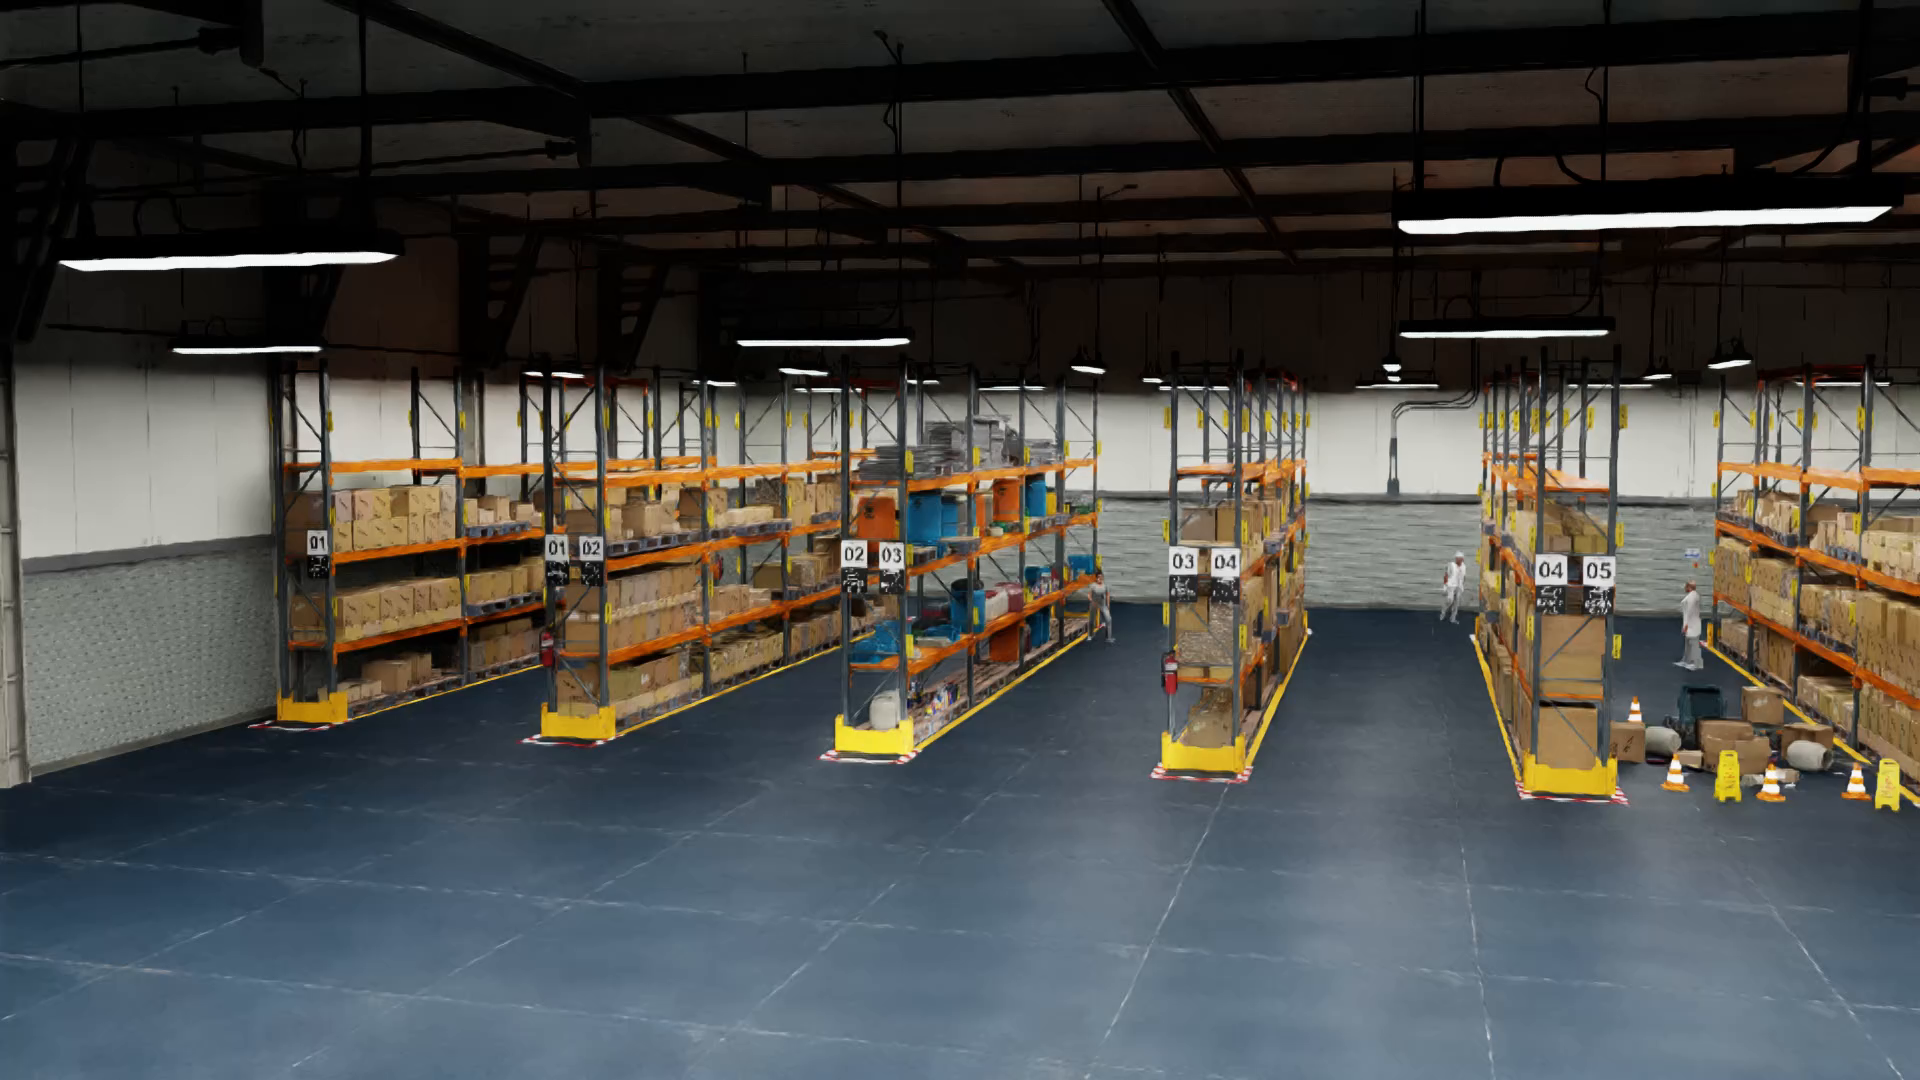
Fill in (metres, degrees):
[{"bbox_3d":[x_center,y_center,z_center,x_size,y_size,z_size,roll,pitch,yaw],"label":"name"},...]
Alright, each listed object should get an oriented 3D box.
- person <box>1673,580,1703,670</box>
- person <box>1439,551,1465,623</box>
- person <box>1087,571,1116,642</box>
[{"bbox_3d":[14.663,1.692,33.432,0.604,1.775,0.657,2,5,31],"label":"person"},{"bbox_3d":[12.225,1.156,41.223,0.603,1.778,0.569,-2,4,-20],"label":"person"},{"bbox_3d":[3.152,1.493,37.530,0.613,1.607,0.802,0,4,-4],"label":"person"}]
